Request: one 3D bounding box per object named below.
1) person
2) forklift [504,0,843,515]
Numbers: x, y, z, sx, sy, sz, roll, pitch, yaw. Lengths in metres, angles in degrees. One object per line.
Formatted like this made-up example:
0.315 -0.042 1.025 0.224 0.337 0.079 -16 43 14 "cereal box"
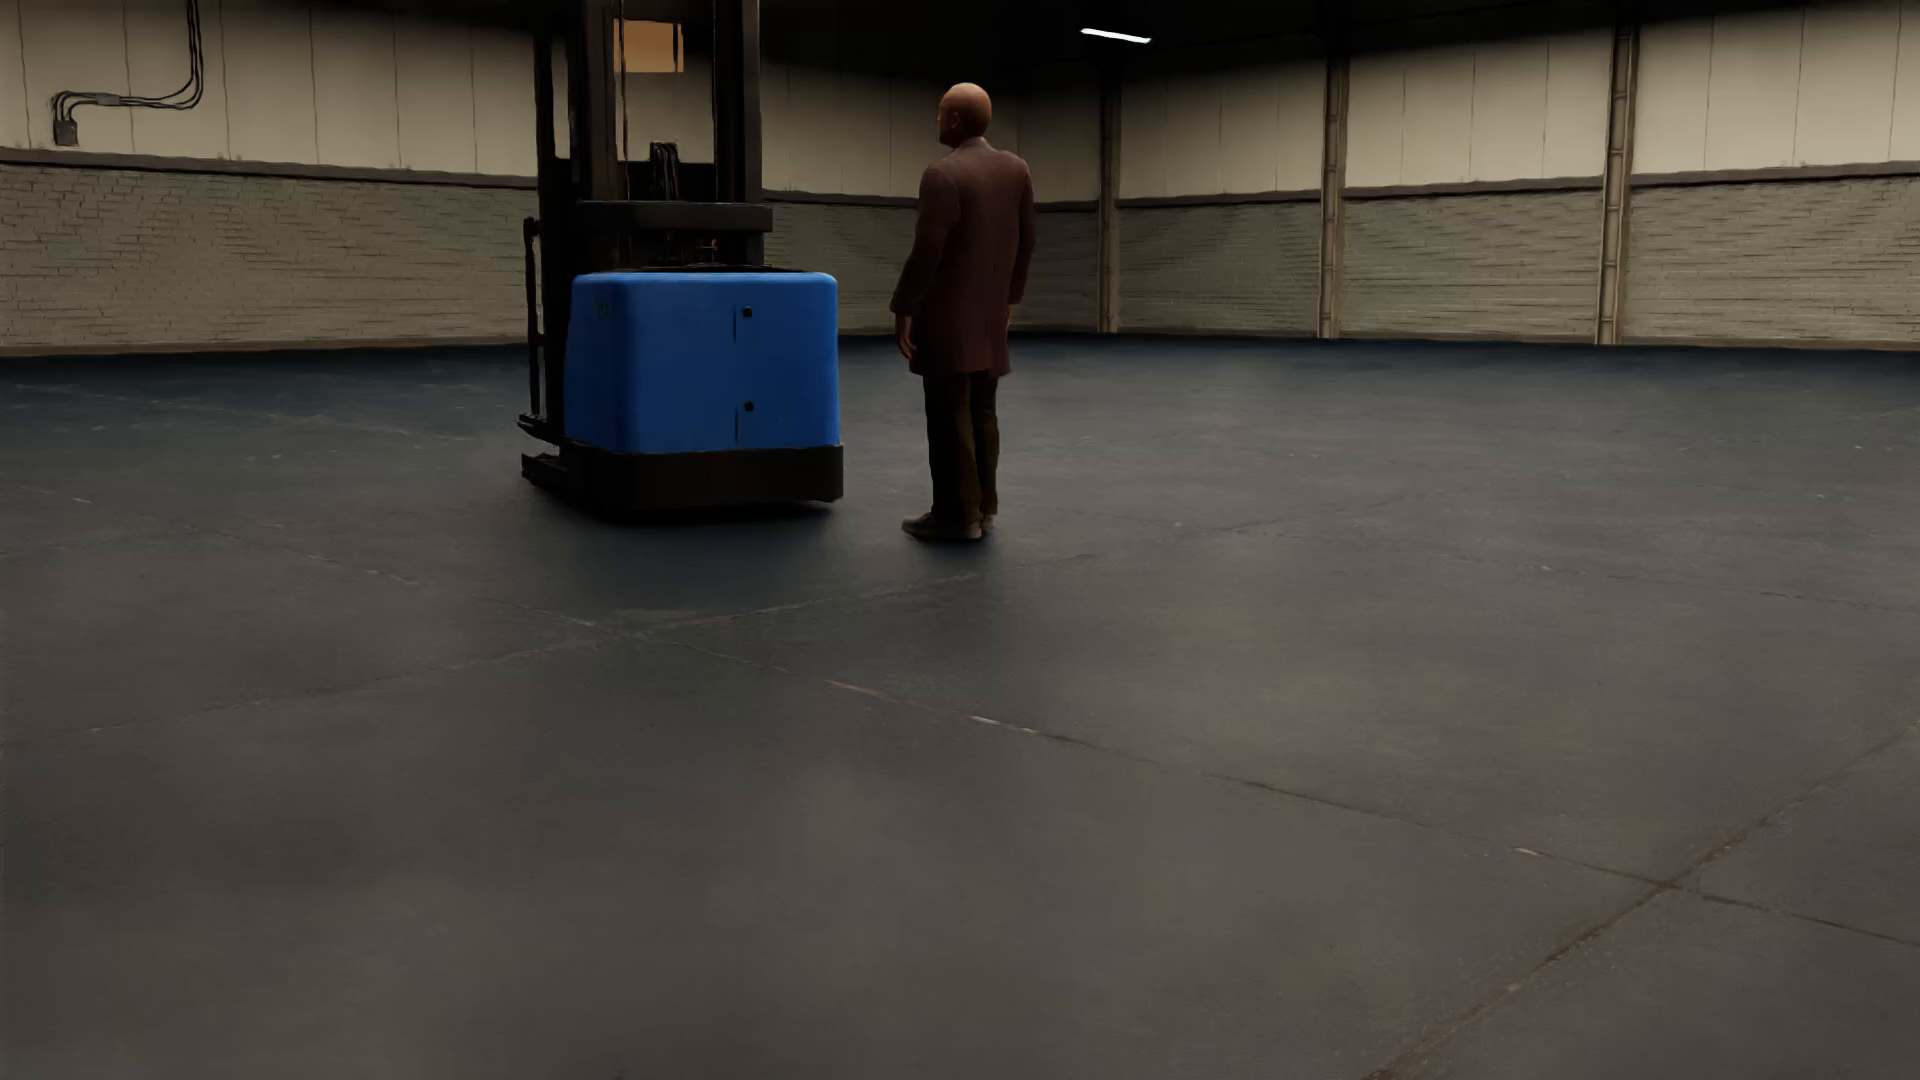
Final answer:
-0.069 -0.895 6.643 0.580 1.776 0.674 8 12 43 "person"
-1.631 -1.737 8.407 1.130 2.935 3.031 -4 10 -26 "forklift"
